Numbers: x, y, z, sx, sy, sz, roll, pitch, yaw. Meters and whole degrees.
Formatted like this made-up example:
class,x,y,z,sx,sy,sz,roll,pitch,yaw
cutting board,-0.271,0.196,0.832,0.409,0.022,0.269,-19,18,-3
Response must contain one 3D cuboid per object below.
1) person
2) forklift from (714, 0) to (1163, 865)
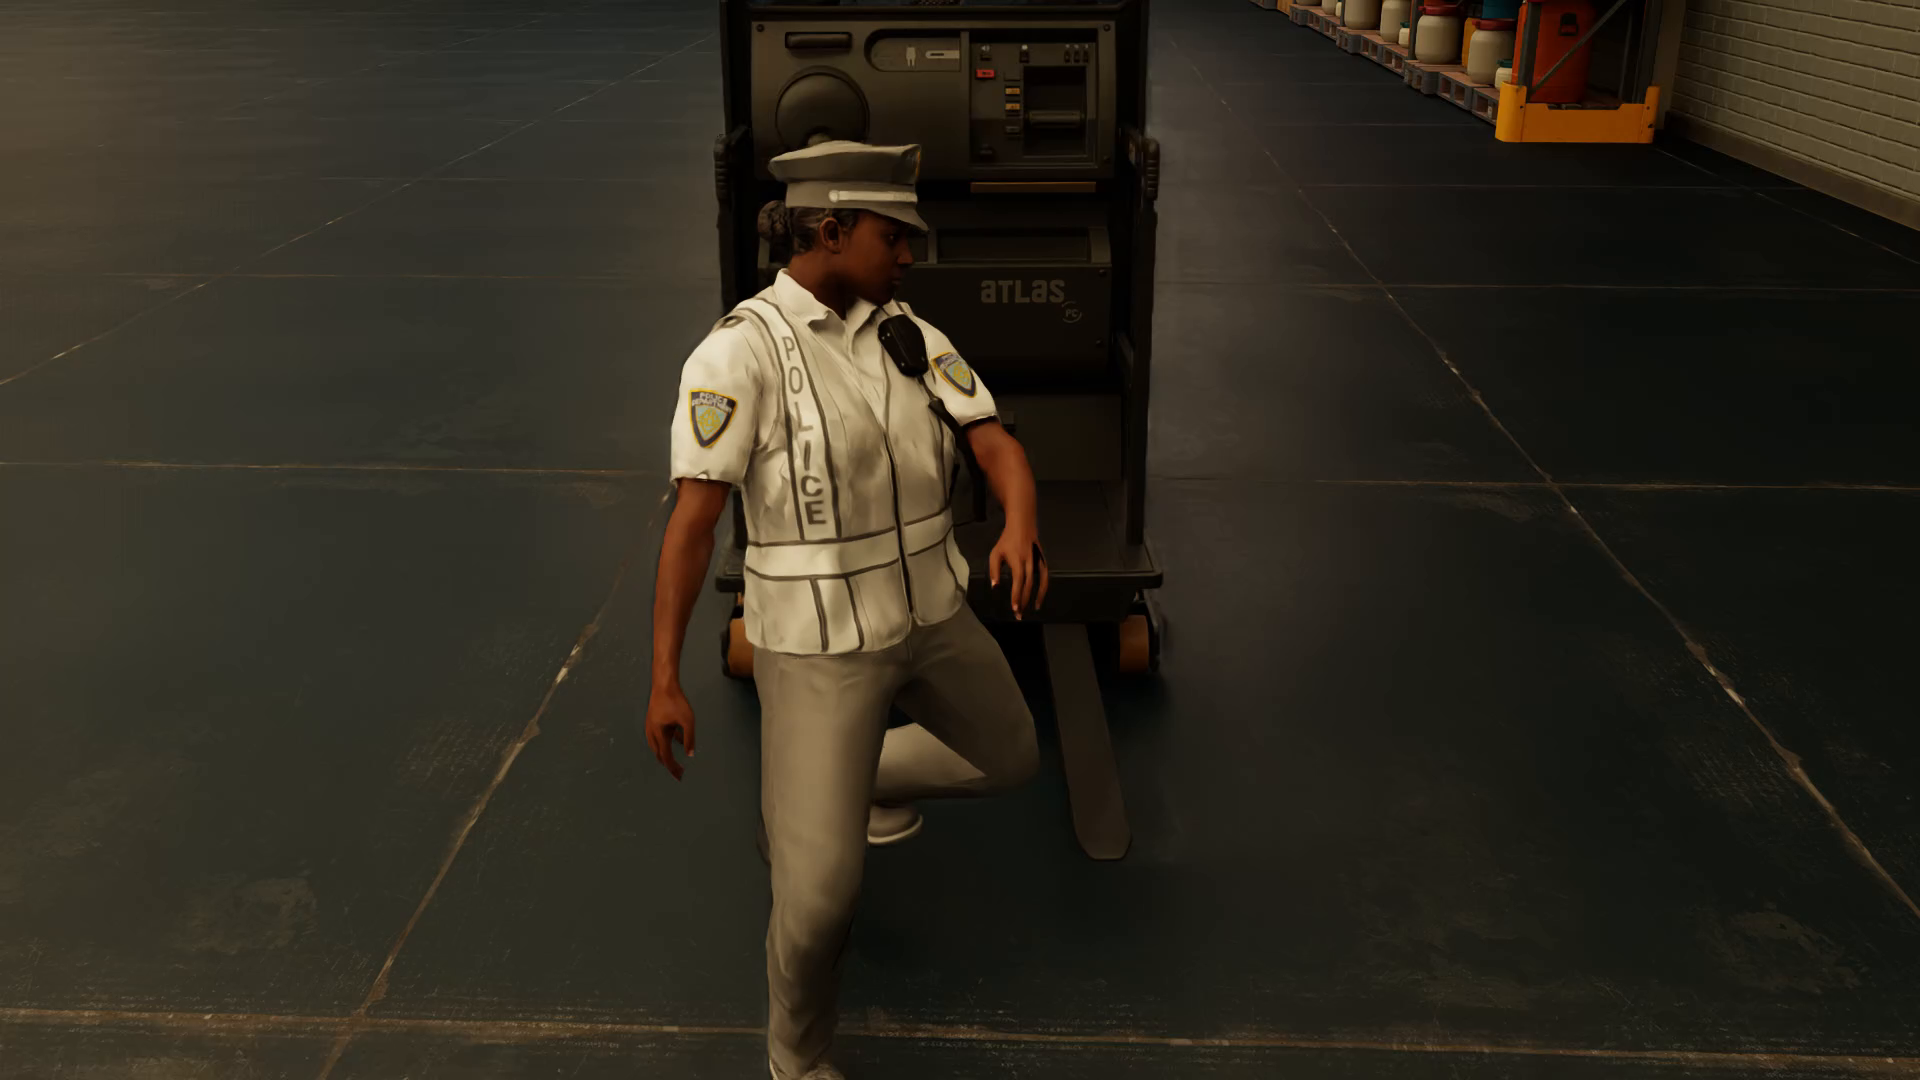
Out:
class,x,y,z,sx,sy,sz,roll,pitch,yaw
person,-0.167,0.164,2.690,0.801,1.541,0.792,18,28,38
forklift,-0.059,-1.116,4.047,1.130,2.935,3.031,0,22,-1
